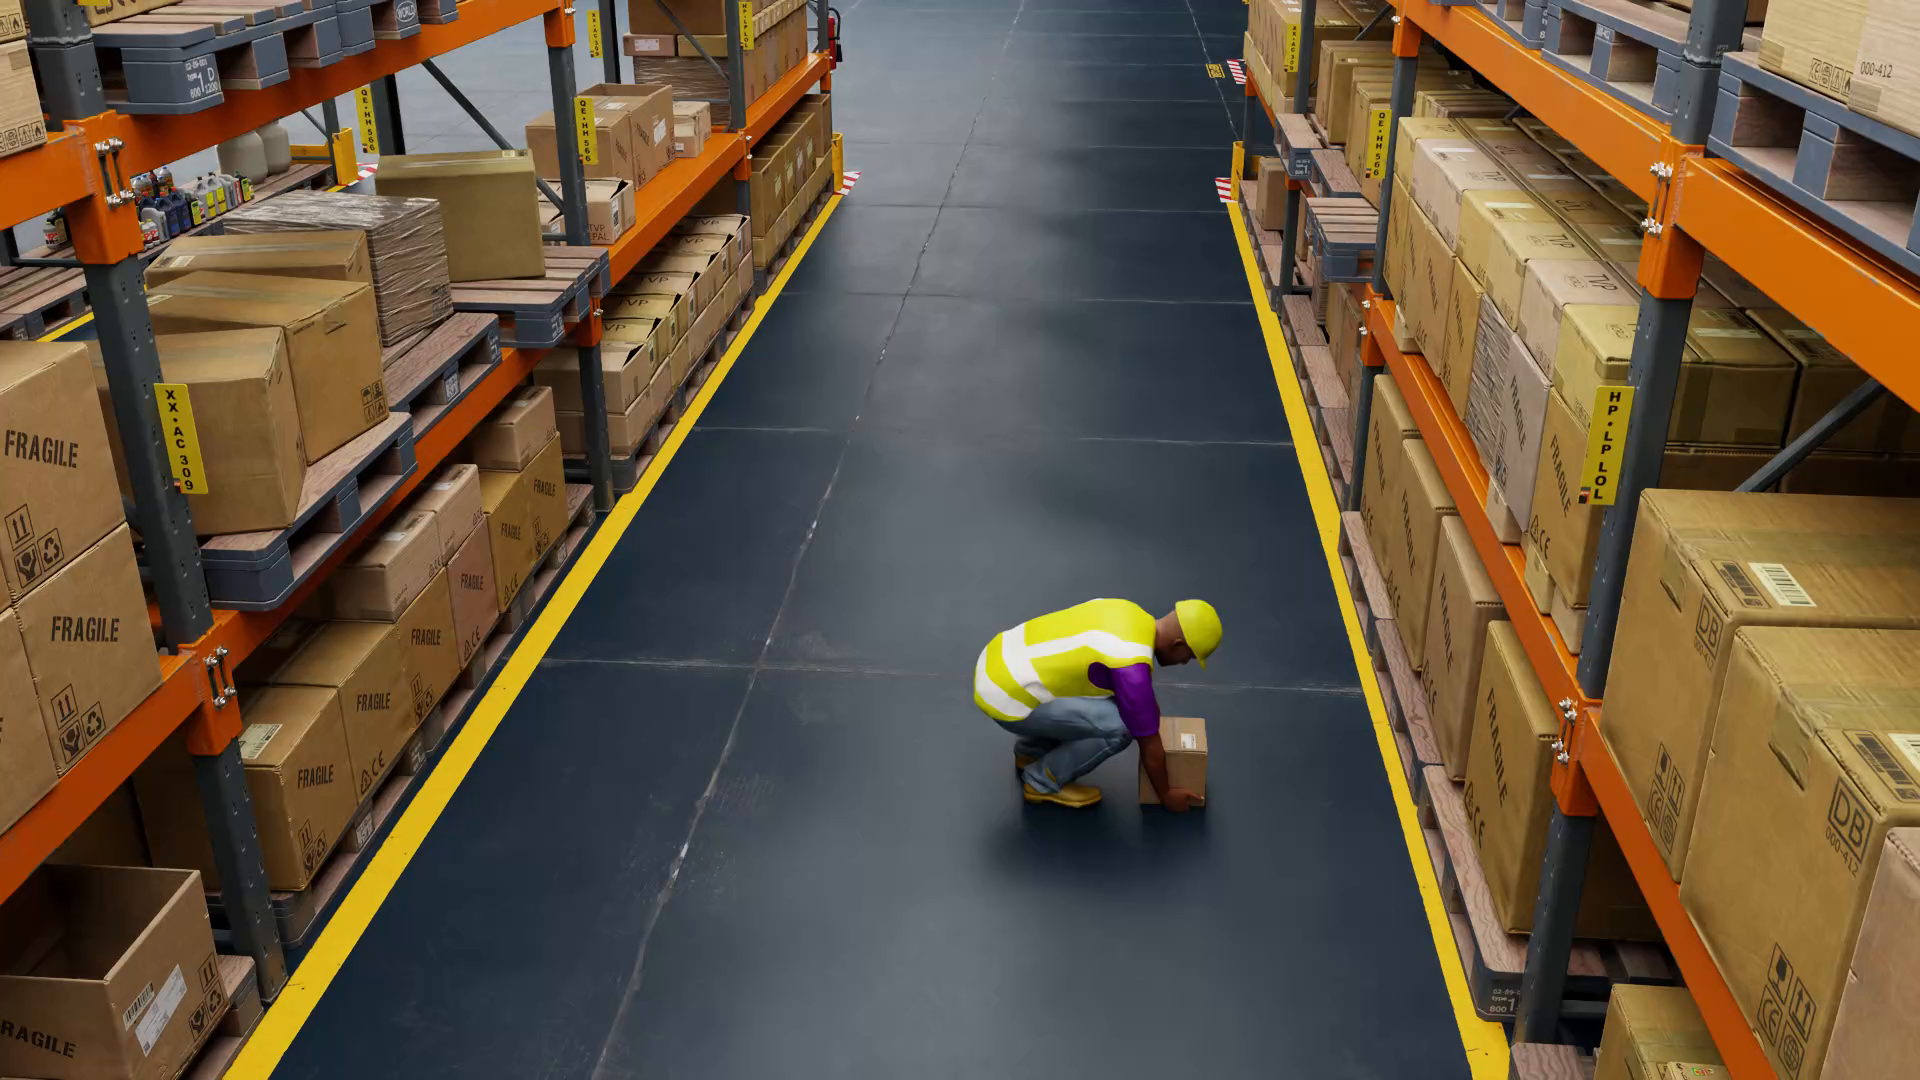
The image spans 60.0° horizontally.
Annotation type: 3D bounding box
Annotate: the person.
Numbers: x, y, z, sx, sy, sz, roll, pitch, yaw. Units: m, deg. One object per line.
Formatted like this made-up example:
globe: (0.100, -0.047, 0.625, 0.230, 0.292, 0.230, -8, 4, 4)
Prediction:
person: (0.525, 0.624, 6.452, 0.944, 0.859, 0.531, 1, 24, 3)
